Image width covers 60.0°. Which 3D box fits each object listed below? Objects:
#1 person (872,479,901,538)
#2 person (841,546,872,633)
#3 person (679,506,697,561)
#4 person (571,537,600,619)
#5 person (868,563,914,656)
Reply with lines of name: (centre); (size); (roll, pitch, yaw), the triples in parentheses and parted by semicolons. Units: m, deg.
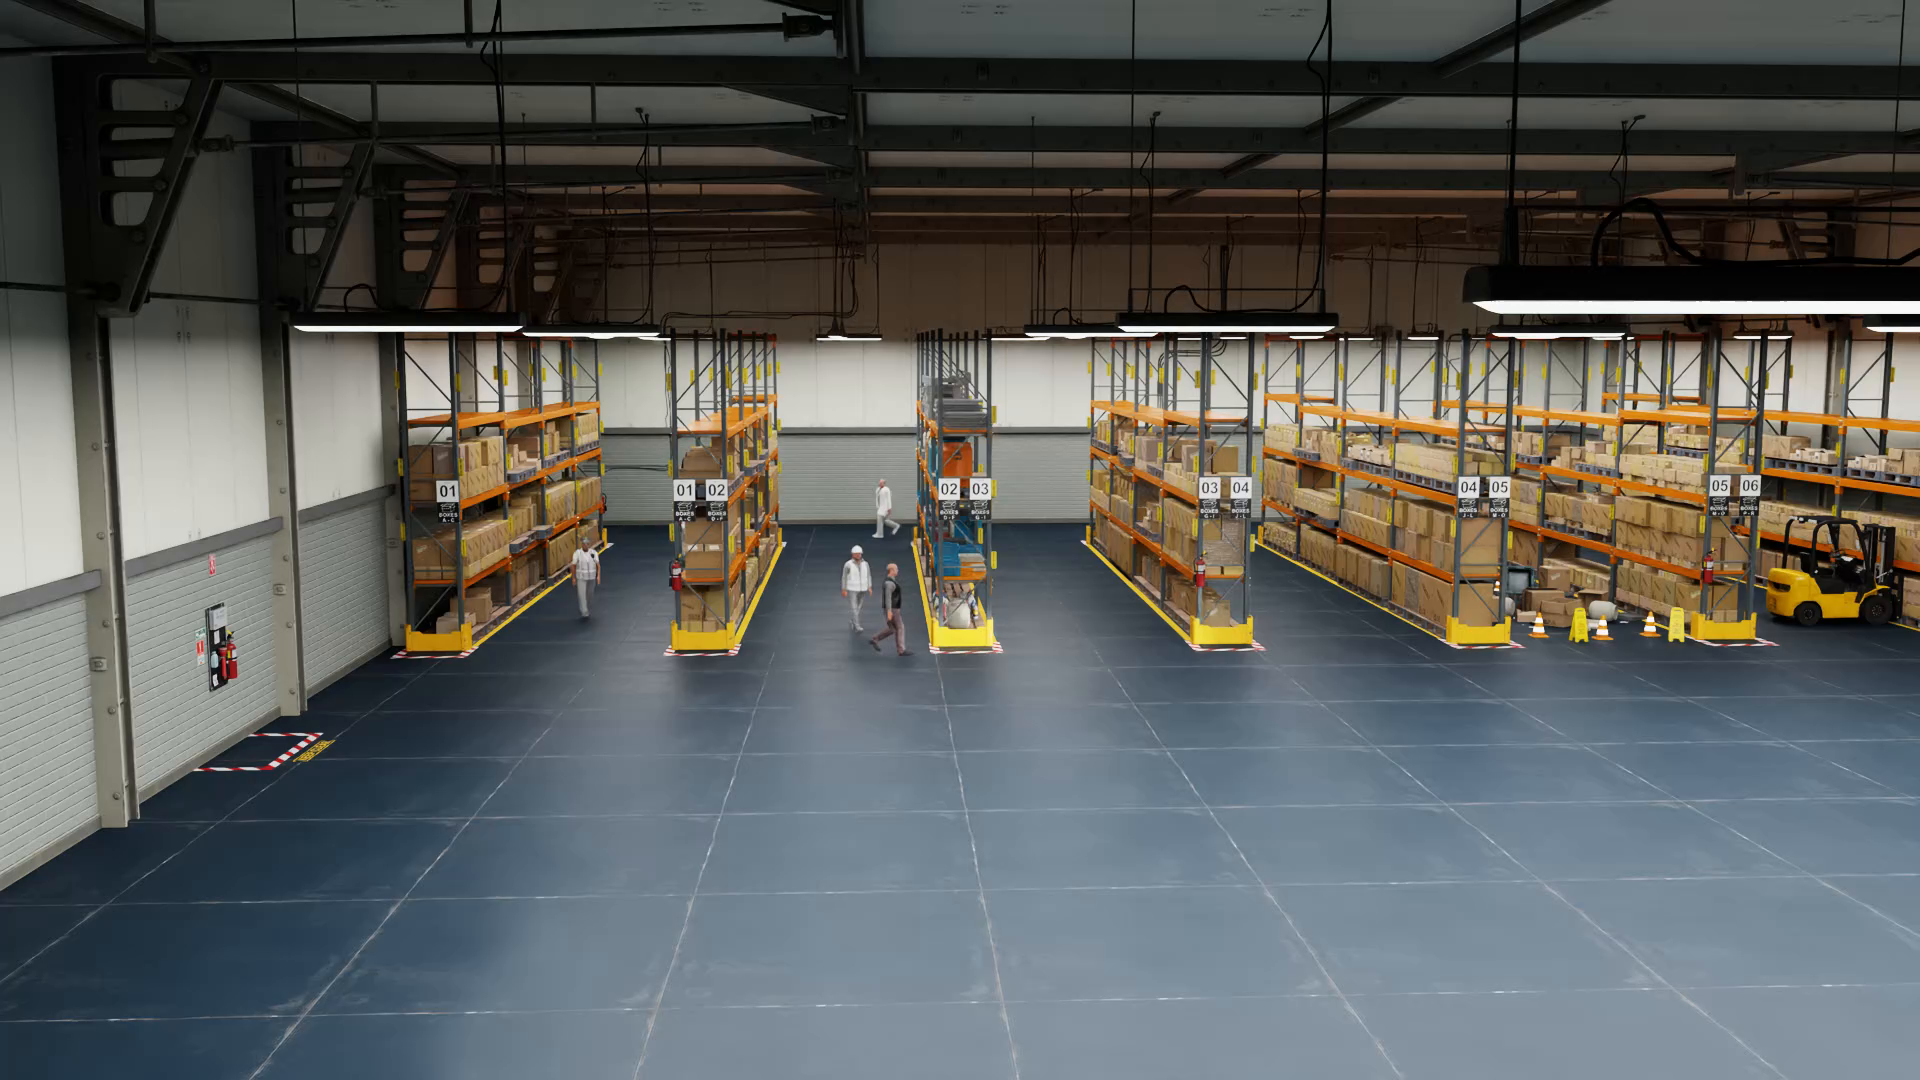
person: (-2.203, -0.952, 49.239); (0.984, 1.742, 0.565); (-3, 7, -24)
person: (-2.008, 0.969, 32.922); (0.567, 1.712, 1.070); (-4, 8, -32)
person: (-7.075, -0.292, 43.466); (0.594, 1.780, 0.516); (0, 7, 0)
person: (-7.749, 0.781, 34.557); (0.571, 1.707, 1.080); (-4, 8, -32)
person: (-1.273, 1.275, 30.592); (0.864, 1.700, 0.562); (0, 7, -1)
